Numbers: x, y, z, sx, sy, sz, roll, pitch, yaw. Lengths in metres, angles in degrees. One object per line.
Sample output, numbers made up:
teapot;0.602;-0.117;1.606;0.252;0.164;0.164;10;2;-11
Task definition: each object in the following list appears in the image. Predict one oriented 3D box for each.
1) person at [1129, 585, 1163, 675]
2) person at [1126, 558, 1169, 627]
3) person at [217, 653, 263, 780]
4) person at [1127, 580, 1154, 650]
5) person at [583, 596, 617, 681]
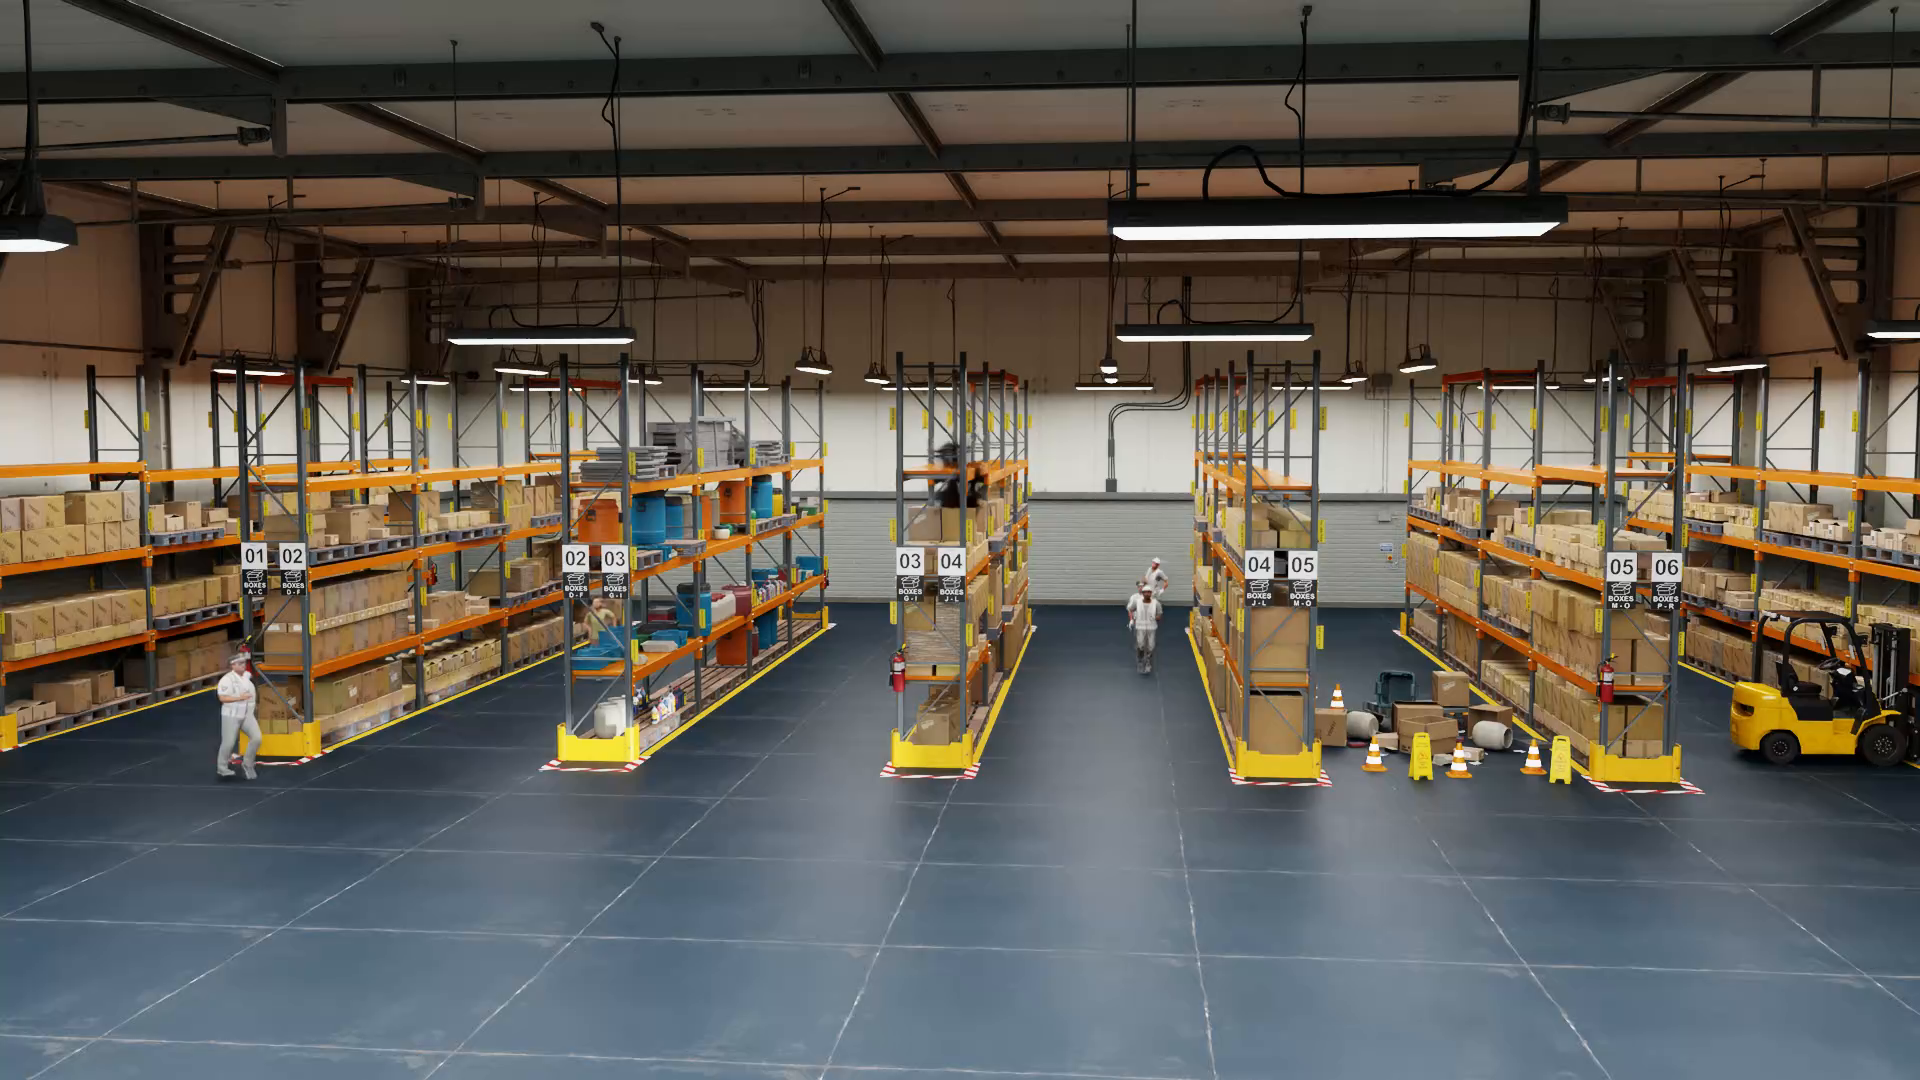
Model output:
person;3.673;1.780;32.826;0.662;1.764;0.683;0;4;3
person;4.520;1.264;40.410;0.953;1.706;0.839;-1;4;-9
person;-10.064;2.479;23.284;0.753;1.821;0.670;3;5;35
person;3.836;1.674;35.052;0.630;1.656;0.949;0;4;7
person;-6.950;1.901;32.021;0.600;1.645;0.612;0;4;0
